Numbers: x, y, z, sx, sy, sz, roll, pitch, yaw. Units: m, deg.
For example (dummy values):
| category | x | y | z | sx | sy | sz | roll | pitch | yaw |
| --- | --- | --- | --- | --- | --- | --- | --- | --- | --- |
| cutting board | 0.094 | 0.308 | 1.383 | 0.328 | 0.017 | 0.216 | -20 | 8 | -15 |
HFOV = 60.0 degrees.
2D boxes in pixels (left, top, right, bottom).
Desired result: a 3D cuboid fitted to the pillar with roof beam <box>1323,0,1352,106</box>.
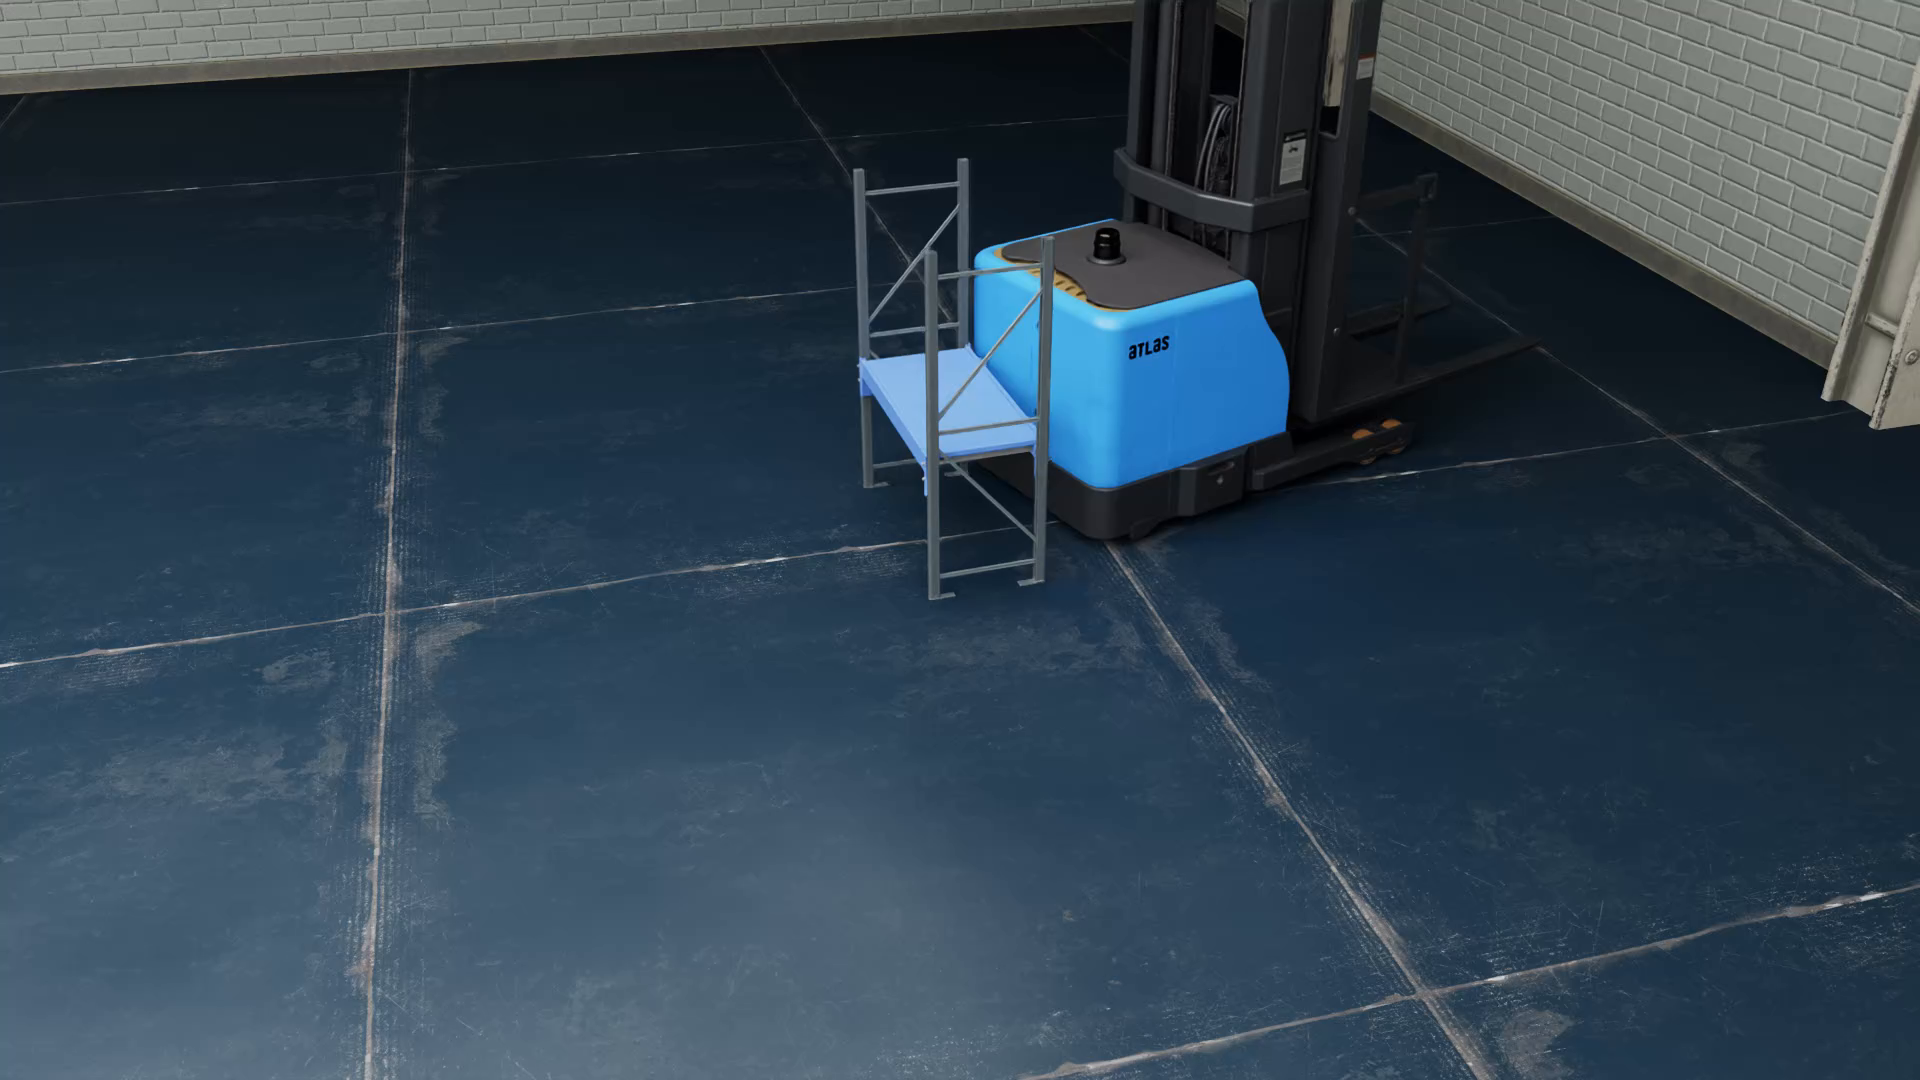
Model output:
| category | x | y | z | sx | sy | sz | roll | pitch | yaw |
| --- | --- | --- | --- | --- | --- | --- | --- | --- | --- |
| pillar with roof beam | -1.138 | -6.878 | 10.150 | 9.100 | 9.000 | 0.400 | -8 | 31 | -13 |

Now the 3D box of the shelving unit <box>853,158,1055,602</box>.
| category | x | y | z | sx | sy | sz | roll | pitch | yaw |
| --- | --- | --- | --- | --- | --- | --- | --- | --- | --- |
| shelving unit | -0.047 | -0.684 | 6.934 | 0.538 | 1.500 | 1.048 | -9 | 31 | -16 |

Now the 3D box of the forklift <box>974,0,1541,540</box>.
| category | x | y | z | sx | sy | sz | roll | pitch | yaw |
| --- | --- | --- | --- | --- | --- | --- | --- | --- | --- |
| forklift | 1.557 | -1.826 | 7.479 | 3.031 | 2.935 | 1.130 | -18 | 35 | -29 |

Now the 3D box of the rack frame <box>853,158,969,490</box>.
| category | x | y | z | sx | sy | sz | roll | pitch | yaw |
| --- | --- | --- | --- | --- | --- | --- | --- | --- | --- |
| rack frame | -0.204 | -0.926 | 7.353 | 0.500 | 1.500 | 0.032 | -9 | 31 | -16 |

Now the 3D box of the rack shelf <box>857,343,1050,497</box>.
| category | x | y | z | sx | sy | sz | roll | pitch | yaw |
| --- | --- | --- | --- | --- | --- | --- | --- | --- | --- |
| rack shelf | -0.047 | -0.528 | 7.024 | 0.538 | 0.185 | 1.000 | -9 | 31 | -16 |

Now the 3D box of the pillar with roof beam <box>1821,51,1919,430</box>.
| category | x | y | z | sx | sy | sz | roll | pitch | yaw |
| --- | --- | --- | --- | --- | --- | --- | --- | --- | --- |
| pillar with roof beam | 0.454 | -3.980 | 5.144 | 9.100 | 9.000 | 0.400 | -8 | 31 | -13 |

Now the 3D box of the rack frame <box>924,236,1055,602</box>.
| category | x | y | z | sx | sy | sz | roll | pitch | yaw |
| --- | --- | --- | --- | --- | --- | --- | --- | --- | --- |
| rack frame | 0.111 | -0.442 | 6.516 | 0.500 | 1.500 | 0.032 | -9 | 31 | -16 |
